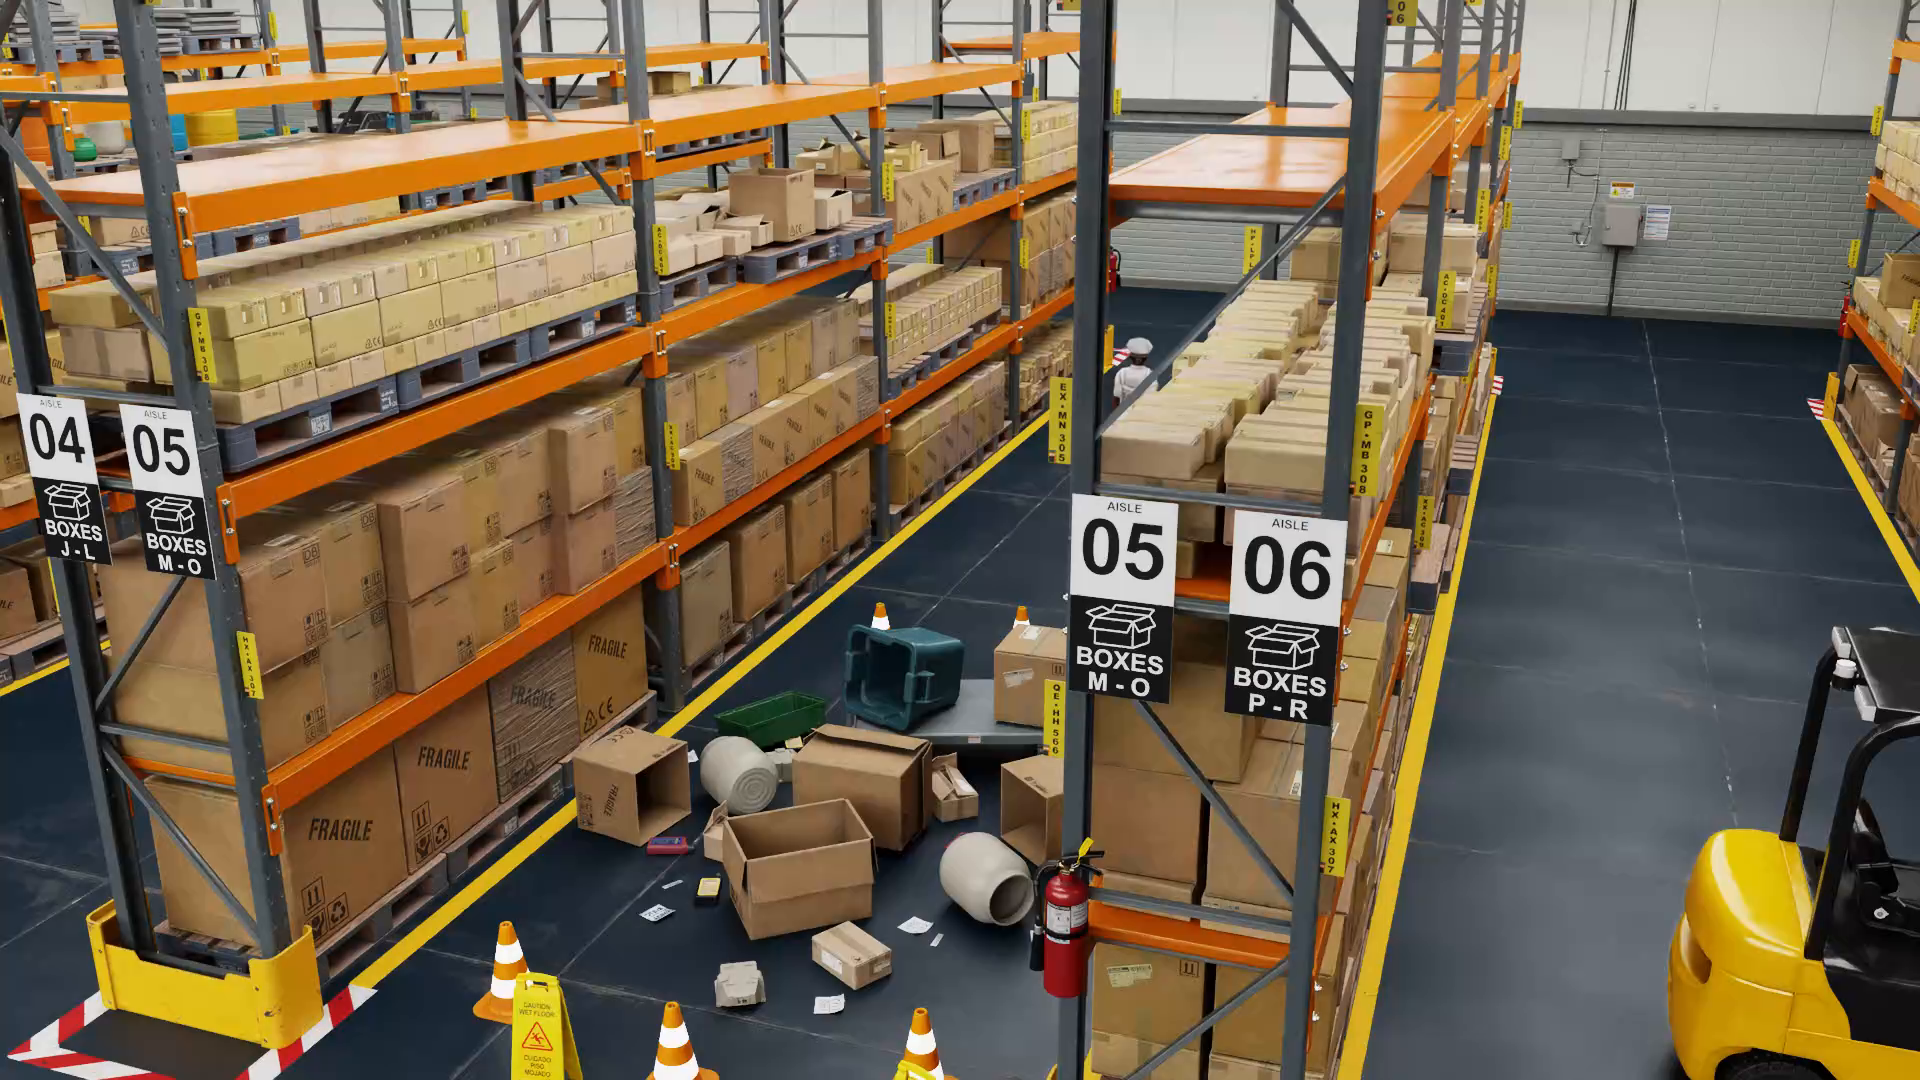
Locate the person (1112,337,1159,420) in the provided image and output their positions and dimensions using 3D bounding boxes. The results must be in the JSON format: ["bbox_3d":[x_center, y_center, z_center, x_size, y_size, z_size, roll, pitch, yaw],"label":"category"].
[{"bbox_3d":[1.720,-1.112,16.232,0.484,1.756,0.507,4,19,12],"label":"person"}]
